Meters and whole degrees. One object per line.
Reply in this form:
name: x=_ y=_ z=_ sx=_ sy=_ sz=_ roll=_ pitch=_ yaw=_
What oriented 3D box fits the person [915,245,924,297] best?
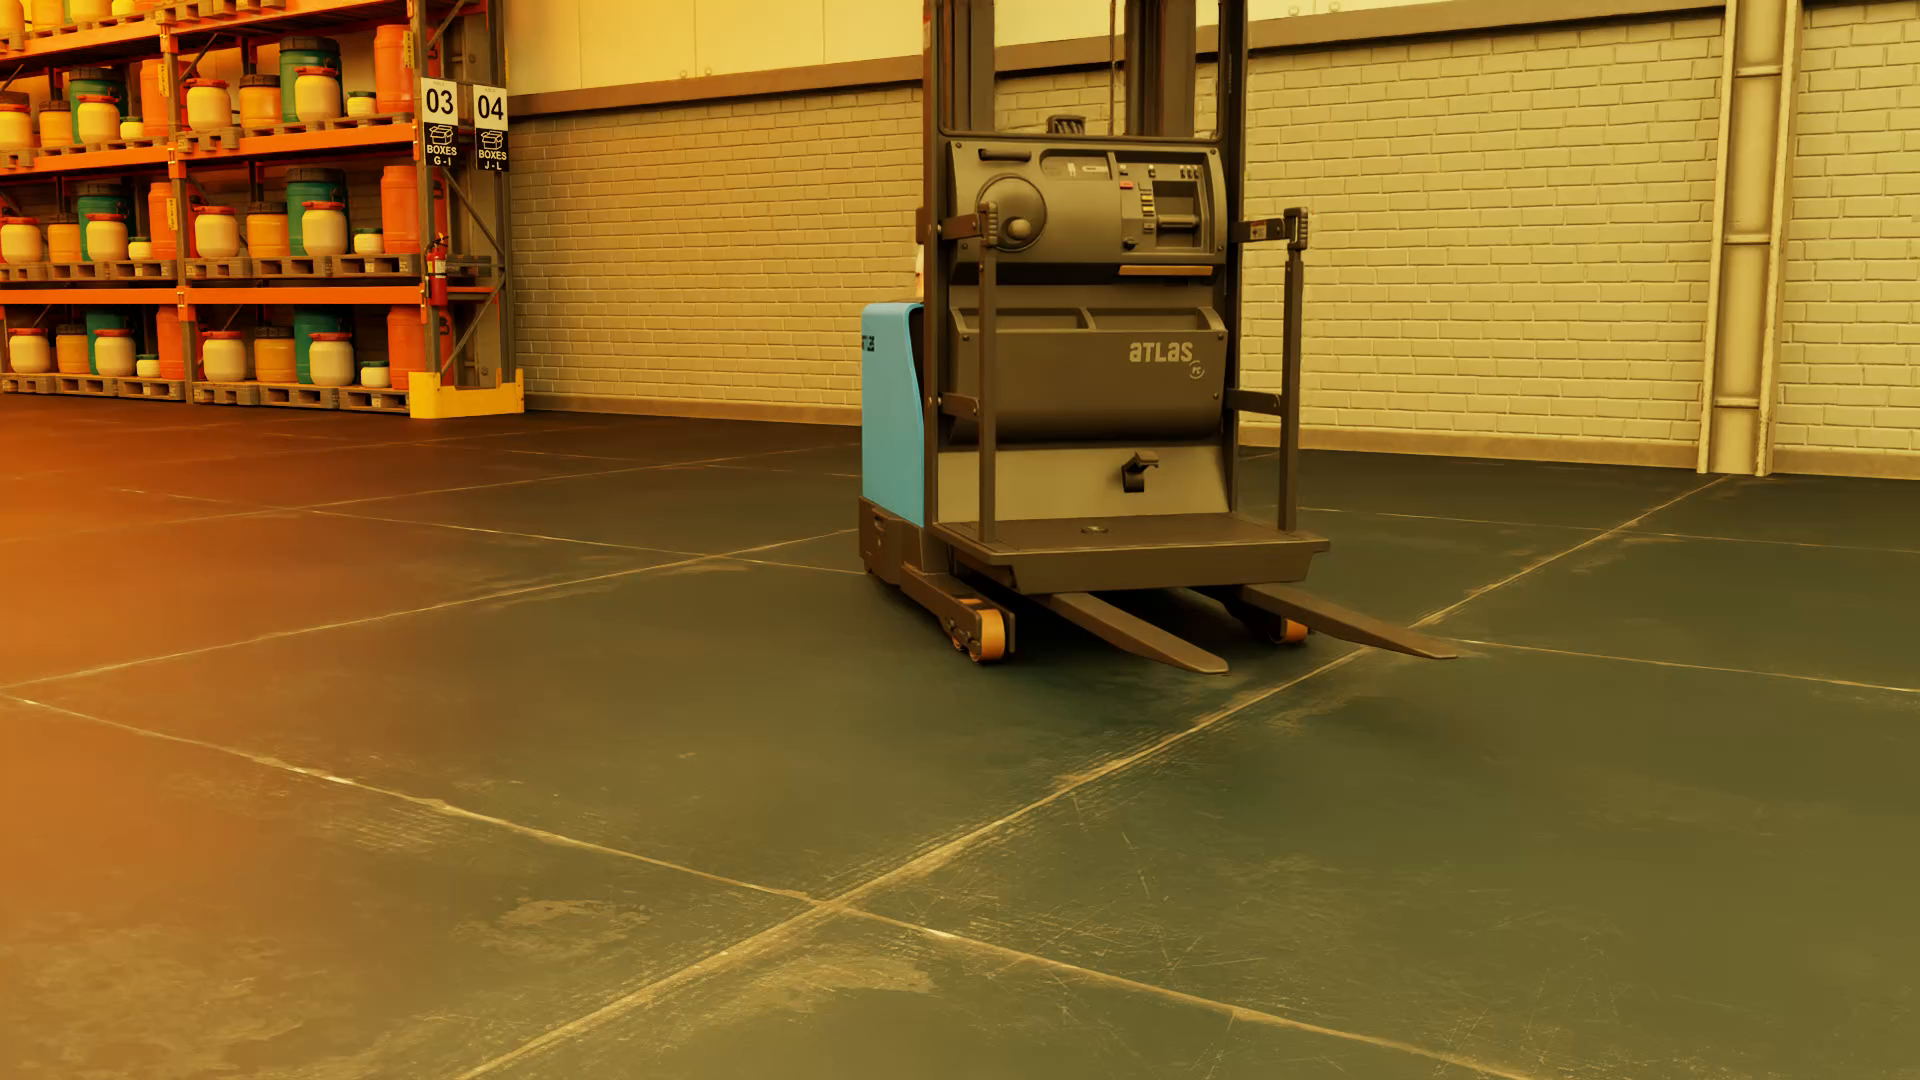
person: x=0.135 y=-0.853 z=7.413 sx=0.576 sy=1.763 sz=0.710 roll=6 pitch=10 yaw=38

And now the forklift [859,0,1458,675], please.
forklift: x=0.485 y=-1.142 z=5.221 sx=1.130 sy=2.935 sz=3.031 roll=-2 pitch=8 yaw=-15
